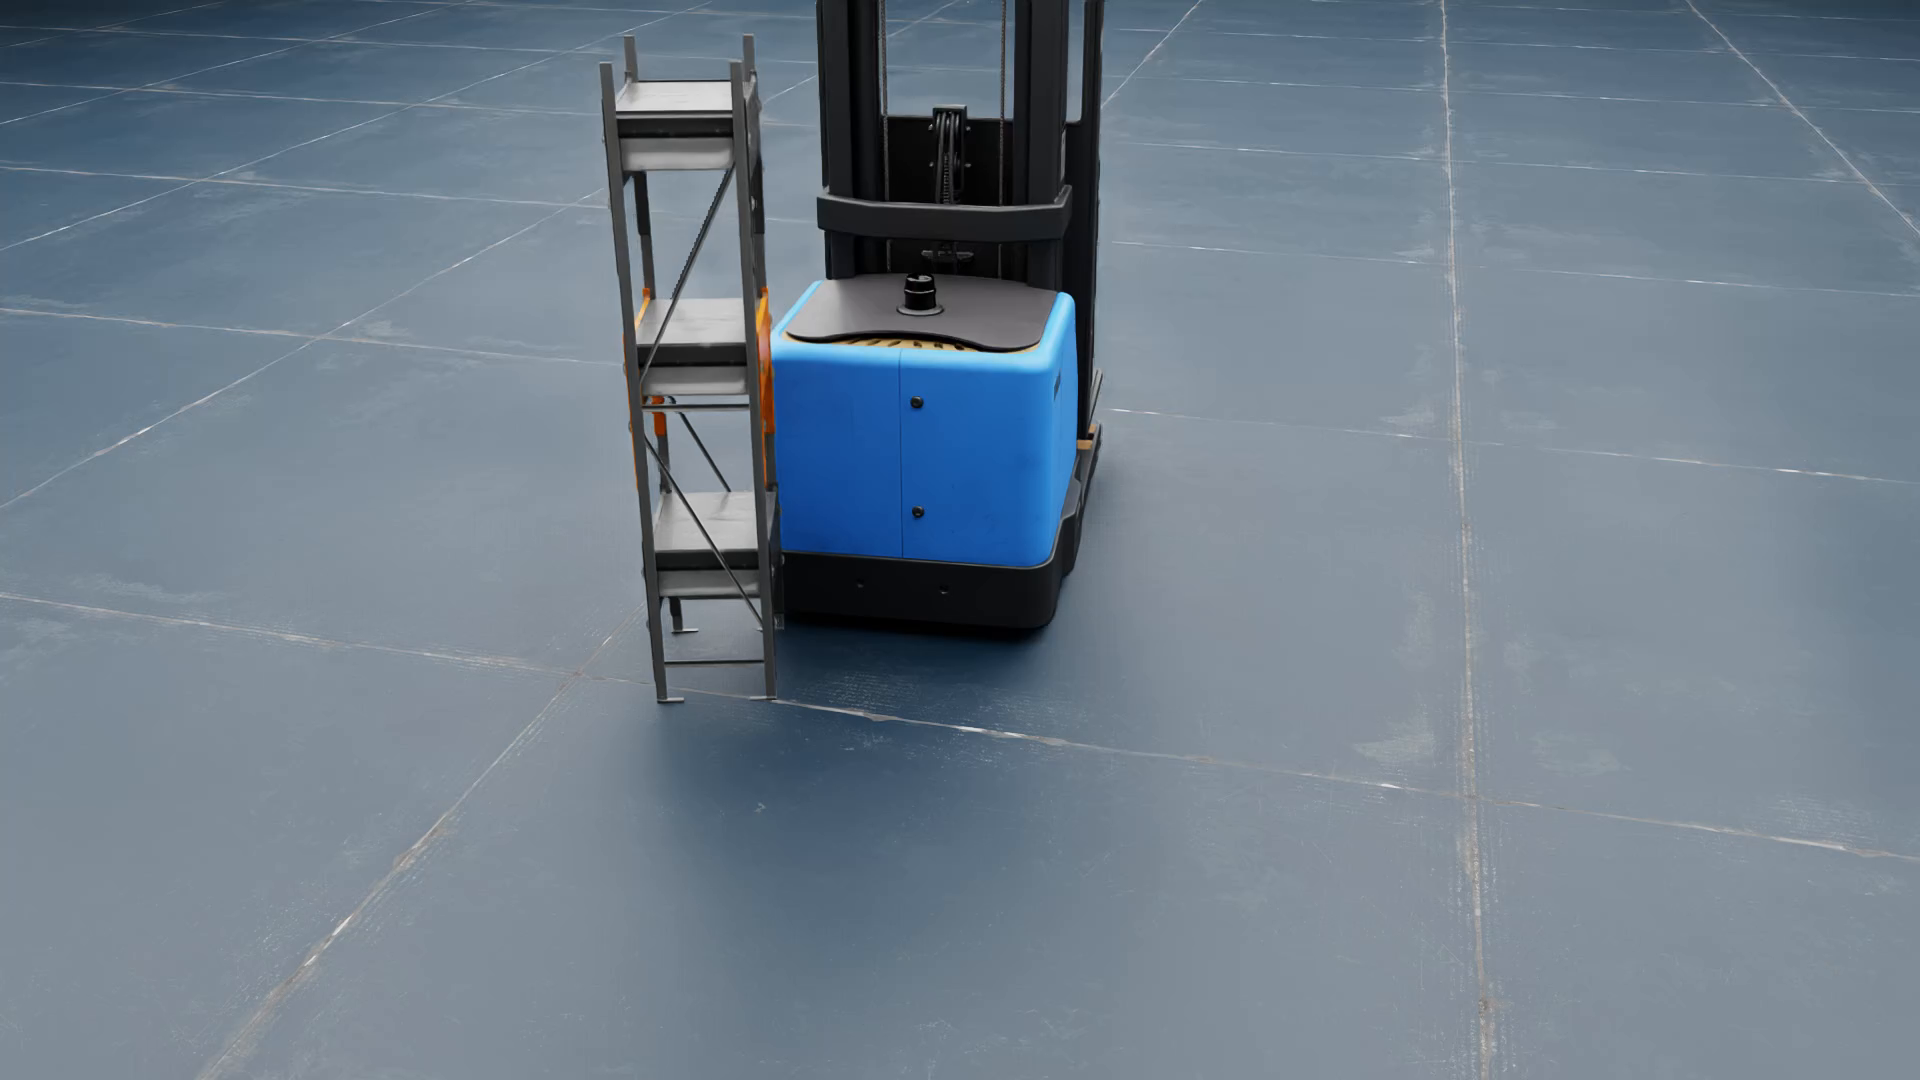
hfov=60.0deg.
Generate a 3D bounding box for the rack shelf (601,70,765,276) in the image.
[{"bbox_3d":[-0.830,-1.129,5.083,0.431,0.518,0.480,-1,25,-2],"label":"rack shelf"}]

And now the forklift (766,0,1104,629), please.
[{"bbox_3d":[0.037,-1.614,6.730,1.130,2.935,3.031,4,26,8],"label":"forklift"}]

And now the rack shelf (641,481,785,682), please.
[{"bbox_3d":[-0.830,0.135,5.685,0.431,0.518,0.480,-1,25,-2],"label":"rack shelf"}]

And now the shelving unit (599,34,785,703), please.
[{"bbox_3d":[-0.830,-0.510,5.378,0.431,2.100,0.503,-1,25,-2],"label":"shelving unit"}]

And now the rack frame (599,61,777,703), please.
[{"bbox_3d":[-0.819,-0.405,5.158,0.400,2.100,0.015,-1,25,-2],"label":"rack frame"}]

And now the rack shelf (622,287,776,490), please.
[{"bbox_3d":[-0.830,-0.497,5.384,0.431,0.518,0.480,-1,25,-2],"label":"rack shelf"}]

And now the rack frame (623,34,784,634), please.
[{"bbox_3d":[-0.840,-0.614,5.598,0.400,2.100,0.015,-1,25,-2],"label":"rack frame"}]
